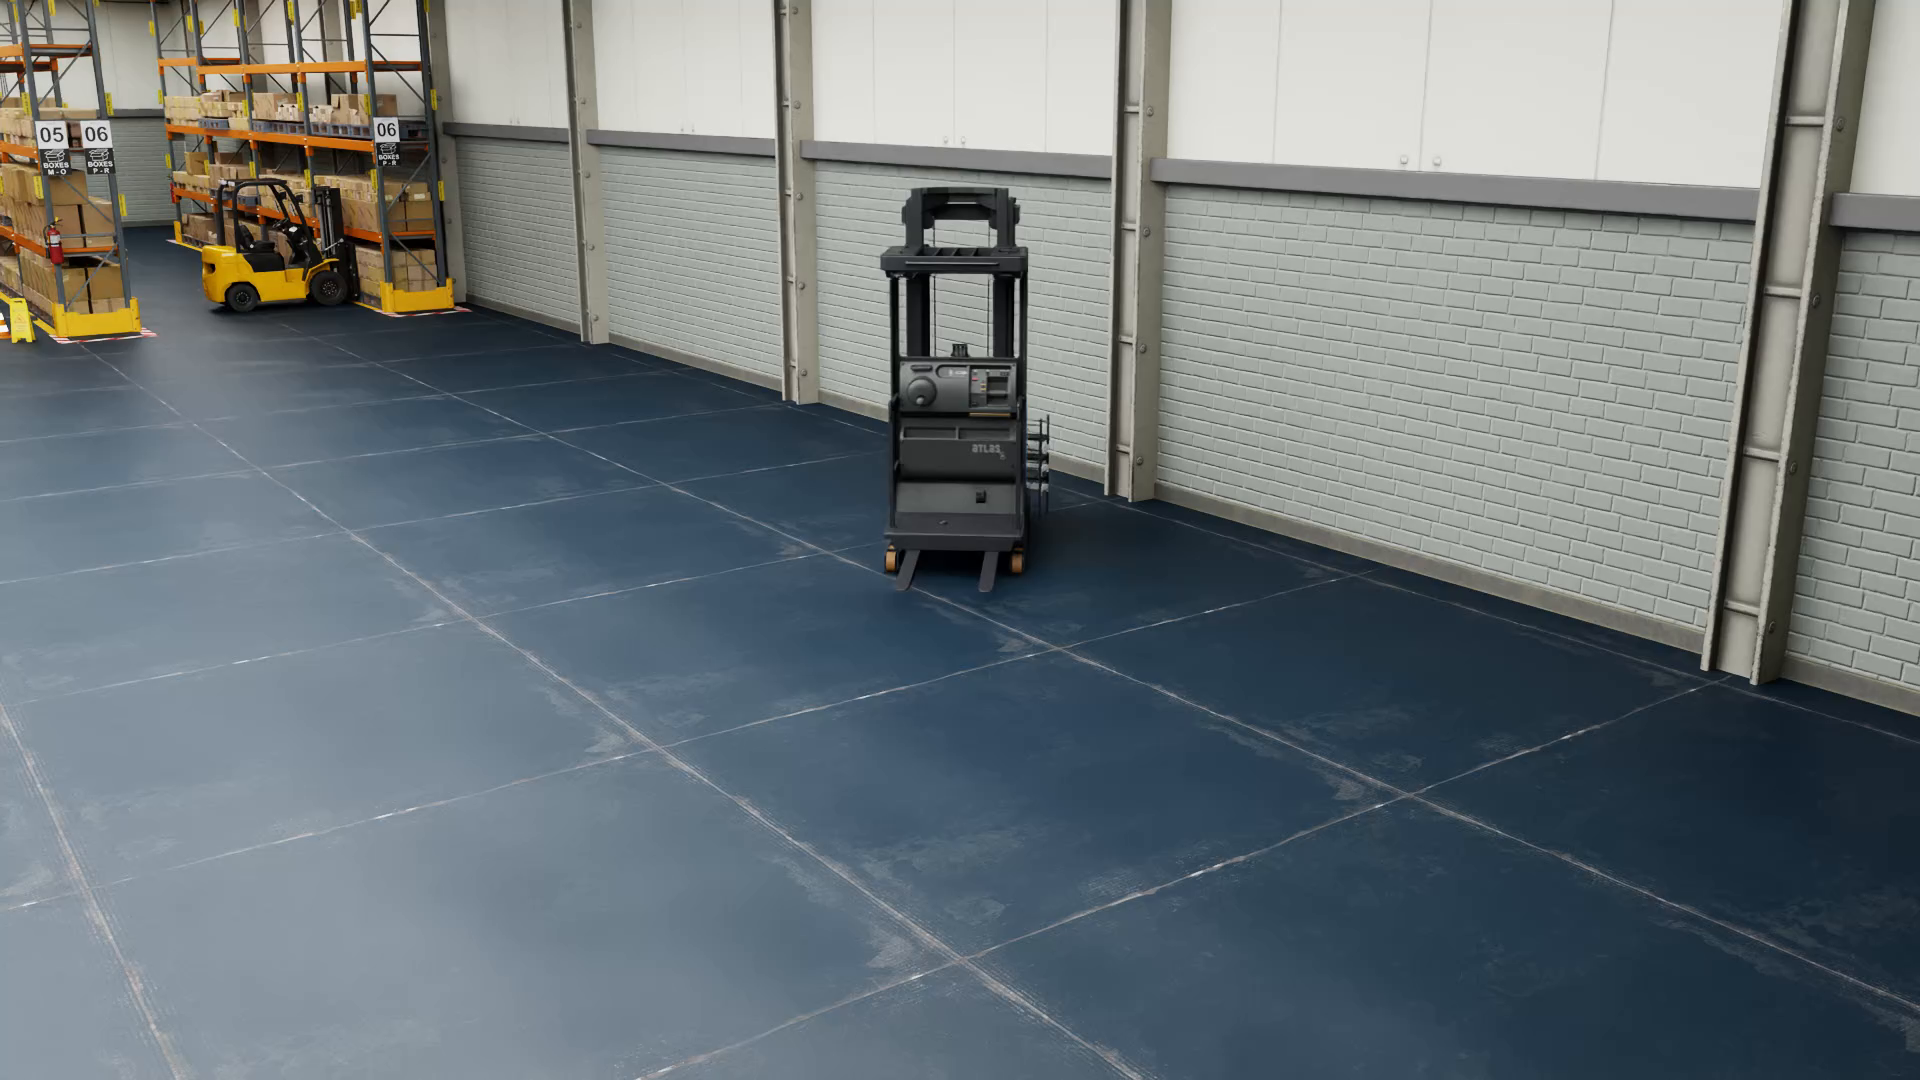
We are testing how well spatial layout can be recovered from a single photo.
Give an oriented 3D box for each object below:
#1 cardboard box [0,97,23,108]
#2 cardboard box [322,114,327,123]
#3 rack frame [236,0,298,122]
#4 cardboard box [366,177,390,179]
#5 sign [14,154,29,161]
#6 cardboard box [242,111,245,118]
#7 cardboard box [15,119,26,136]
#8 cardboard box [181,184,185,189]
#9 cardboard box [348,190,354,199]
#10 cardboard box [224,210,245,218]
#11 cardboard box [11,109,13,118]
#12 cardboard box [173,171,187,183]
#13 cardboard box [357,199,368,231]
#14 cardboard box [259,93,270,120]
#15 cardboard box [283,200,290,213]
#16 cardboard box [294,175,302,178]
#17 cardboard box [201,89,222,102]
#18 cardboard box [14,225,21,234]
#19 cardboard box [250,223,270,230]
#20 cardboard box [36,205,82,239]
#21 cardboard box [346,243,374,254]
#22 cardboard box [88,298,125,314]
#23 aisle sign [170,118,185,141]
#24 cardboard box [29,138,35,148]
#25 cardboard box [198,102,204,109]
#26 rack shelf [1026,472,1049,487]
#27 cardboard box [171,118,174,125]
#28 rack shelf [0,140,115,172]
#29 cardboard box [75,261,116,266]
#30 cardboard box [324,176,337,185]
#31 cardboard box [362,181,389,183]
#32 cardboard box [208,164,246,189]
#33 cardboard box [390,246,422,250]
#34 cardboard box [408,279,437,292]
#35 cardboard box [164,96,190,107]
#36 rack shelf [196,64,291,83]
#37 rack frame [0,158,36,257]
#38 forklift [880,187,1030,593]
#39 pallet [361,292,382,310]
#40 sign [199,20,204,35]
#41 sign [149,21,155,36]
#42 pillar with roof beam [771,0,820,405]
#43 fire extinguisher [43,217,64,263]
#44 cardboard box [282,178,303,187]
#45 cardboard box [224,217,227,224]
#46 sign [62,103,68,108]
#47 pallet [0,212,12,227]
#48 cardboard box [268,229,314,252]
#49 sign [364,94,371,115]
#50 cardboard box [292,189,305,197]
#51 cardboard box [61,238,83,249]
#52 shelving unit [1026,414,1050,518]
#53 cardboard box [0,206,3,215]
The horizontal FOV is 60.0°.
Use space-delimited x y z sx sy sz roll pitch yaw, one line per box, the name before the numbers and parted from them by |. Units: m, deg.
cardboard box | -16.117 -7.420 28.365 0.500 0.250 0.500 -10 18 -33
cardboard box | -11.190 -7.539 29.748 0.380 0.149 0.250 -10 18 -33
rack frame | -14.012 -10.017 33.630 1.000 3.000 0.127 -11 19 -35
cardboard box | -10.501 -6.474 30.068 0.380 0.149 0.250 -11 19 -35
sign | -24.445 -9.990 43.330 0.339 0.242 0.001 -11 19 -35
cardboard box | -14.686 -8.847 34.566 0.380 0.149 0.250 -10 18 -33
cardboard box | -14.444 -6.447 25.988 0.500 0.250 0.500 -10 18 -33
cardboard box | -18.558 -8.551 40.112 0.380 0.149 0.250 -10 18 -33
cardboard box | -10.513 -6.077 29.180 0.380 0.149 0.250 -11 19 -34
cardboard box | -16.177 -7.265 37.086 0.380 0.149 0.250 -12 19 -37
cardboard box | -14.942 -6.821 26.599 0.380 0.149 0.250 -11 19 -35
cardboard box | -18.667 -8.764 40.137 0.500 0.250 0.500 -11 19 -34
cardboard box | -10.108 -5.640 28.812 0.500 0.500 0.500 -10 18 -33
cardboard box | -13.406 -8.585 32.904 0.700 0.500 0.500 -11 19 -36
cardboard box | -13.045 -6.591 32.758 0.500 0.250 0.500 -10 18 -33
cardboard box | -13.310 -7.343 33.806 0.380 0.149 0.250 -11 19 -35
cardboard box | -16.469 -9.779 36.584 0.396 0.266 0.258 -11 19 -35
cardboard box | -15.747 -5.260 28.089 0.380 0.149 0.250 -11 19 -35
cardboard box | -14.931 -6.680 35.510 0.380 0.149 0.250 -10 18 -33
cardboard box | -13.863 -4.909 25.577 0.500 0.500 0.500 -11 19 -36
cardboard box | -10.733 -5.148 29.721 0.500 0.250 0.500 -11 19 -36
cardboard box | -13.572 -3.736 26.456 0.500 0.250 0.500 -11 19 -35
aisle sign | -18.994 -10.055 40.207 0.394 0.787 0.004 -11 19 -35
cardboard box | -13.930 -6.051 25.295 0.380 0.149 0.250 -11 19 -34
cardboard box | -16.543 -9.566 36.590 0.380 0.149 0.250 -10 18 -33
rack shelf | 0.642 -0.544 14.825 0.258 0.077 0.200 6 16 21
cardboard box | -18.717 -10.053 39.920 0.380 0.149 0.250 -10 18 -33
rack shelf | -14.497 -6.171 26.622 1.077 0.370 4.000 -11 19 -35
cardboard box | -13.897 -4.213 26.781 0.500 0.500 0.500 -12 19 -37
cardboard box | -11.472 -6.621 30.603 0.380 0.149 0.250 -11 19 -34
cardboard box | -10.122 -6.128 28.802 0.380 0.149 0.250 -11 19 -34
cardboard box | -16.261 -8.091 36.970 0.700 0.500 0.500 -10 18 -33
cardboard box | -9.735 -5.012 29.226 0.500 0.250 0.500 -11 19 -34
cardboard box | -9.439 -4.427 28.982 0.500 0.250 0.500 -11 19 -34
cardboard box | -18.658 -10.457 39.693 0.500 0.250 0.500 -11 19 -35
rack shelf | -15.188 -9.904 35.338 1.077 0.370 4.000 -11 19 -35
rack frame | -18.025 -6.352 31.604 1.000 3.000 0.127 -11 19 -35
forklift | -0.026 -1.232 13.025 1.130 2.935 3.031 1 15 3
pallet | -9.792 -4.227 29.121 1.003 0.211 1.213 -11 19 -35
sign | -18.255 -12.334 40.026 0.100 0.325 0.005 -11 19 -35
sign | -19.155 -12.130 39.430 0.100 0.325 0.005 -11 19 -35
pillar with roof beam | -5.415 -5.367 16.639 9.100 9.000 0.400 -11 19 -35
fire extinguisher | -13.627 -4.511 25.022 0.296 0.674 0.183 -11 19 -35
cardboard box | -13.035 -6.982 32.486 0.380 0.149 0.250 -11 19 -36
cardboard box | -16.368 -7.170 37.301 0.380 0.149 0.250 -10 18 -32
sign | -15.239 -7.280 28.333 0.100 0.325 0.005 -11 19 -35
pallet | -16.828 -5.844 30.108 1.003 0.211 1.213 -11 19 -35
cardboard box | -13.656 -6.046 34.185 0.875 0.625 0.625 -10 18 -33
sign | -9.755 -7.170 27.381 0.100 0.325 0.005 -11 19 -35
cardboard box | -12.464 -6.612 31.890 0.500 0.250 0.500 -11 19 -36
cardboard box | -13.714 -4.570 25.566 0.380 0.149 0.250 -10 18 -33
shelving unit | 0.642 -0.663 14.792 0.258 0.900 0.210 6 16 21
cardboard box | -16.673 -5.809 29.299 0.380 0.149 0.250 -11 19 -34
